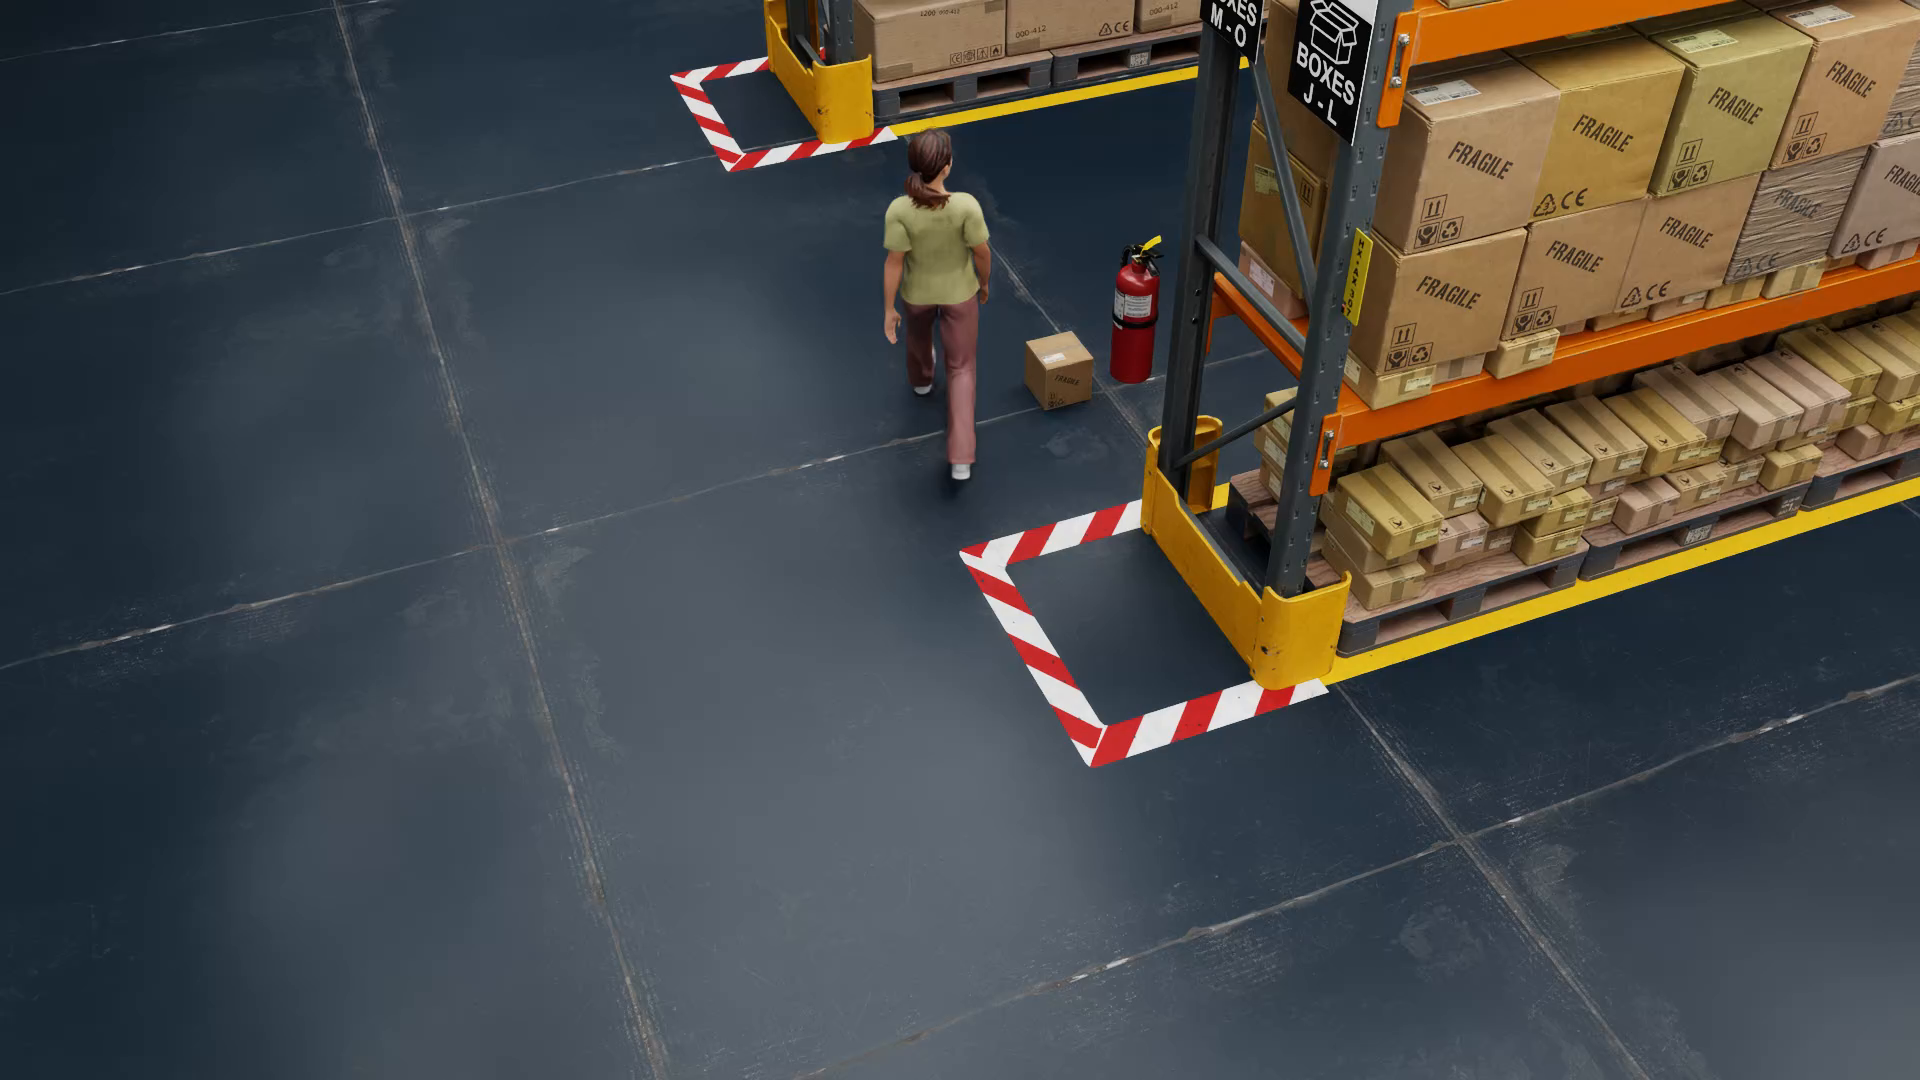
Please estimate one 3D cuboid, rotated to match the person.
[{"bbox_3d":[-0.092,-1.158,7.477,0.464,1.607,1.038,2,42,2],"label":"person"}]
